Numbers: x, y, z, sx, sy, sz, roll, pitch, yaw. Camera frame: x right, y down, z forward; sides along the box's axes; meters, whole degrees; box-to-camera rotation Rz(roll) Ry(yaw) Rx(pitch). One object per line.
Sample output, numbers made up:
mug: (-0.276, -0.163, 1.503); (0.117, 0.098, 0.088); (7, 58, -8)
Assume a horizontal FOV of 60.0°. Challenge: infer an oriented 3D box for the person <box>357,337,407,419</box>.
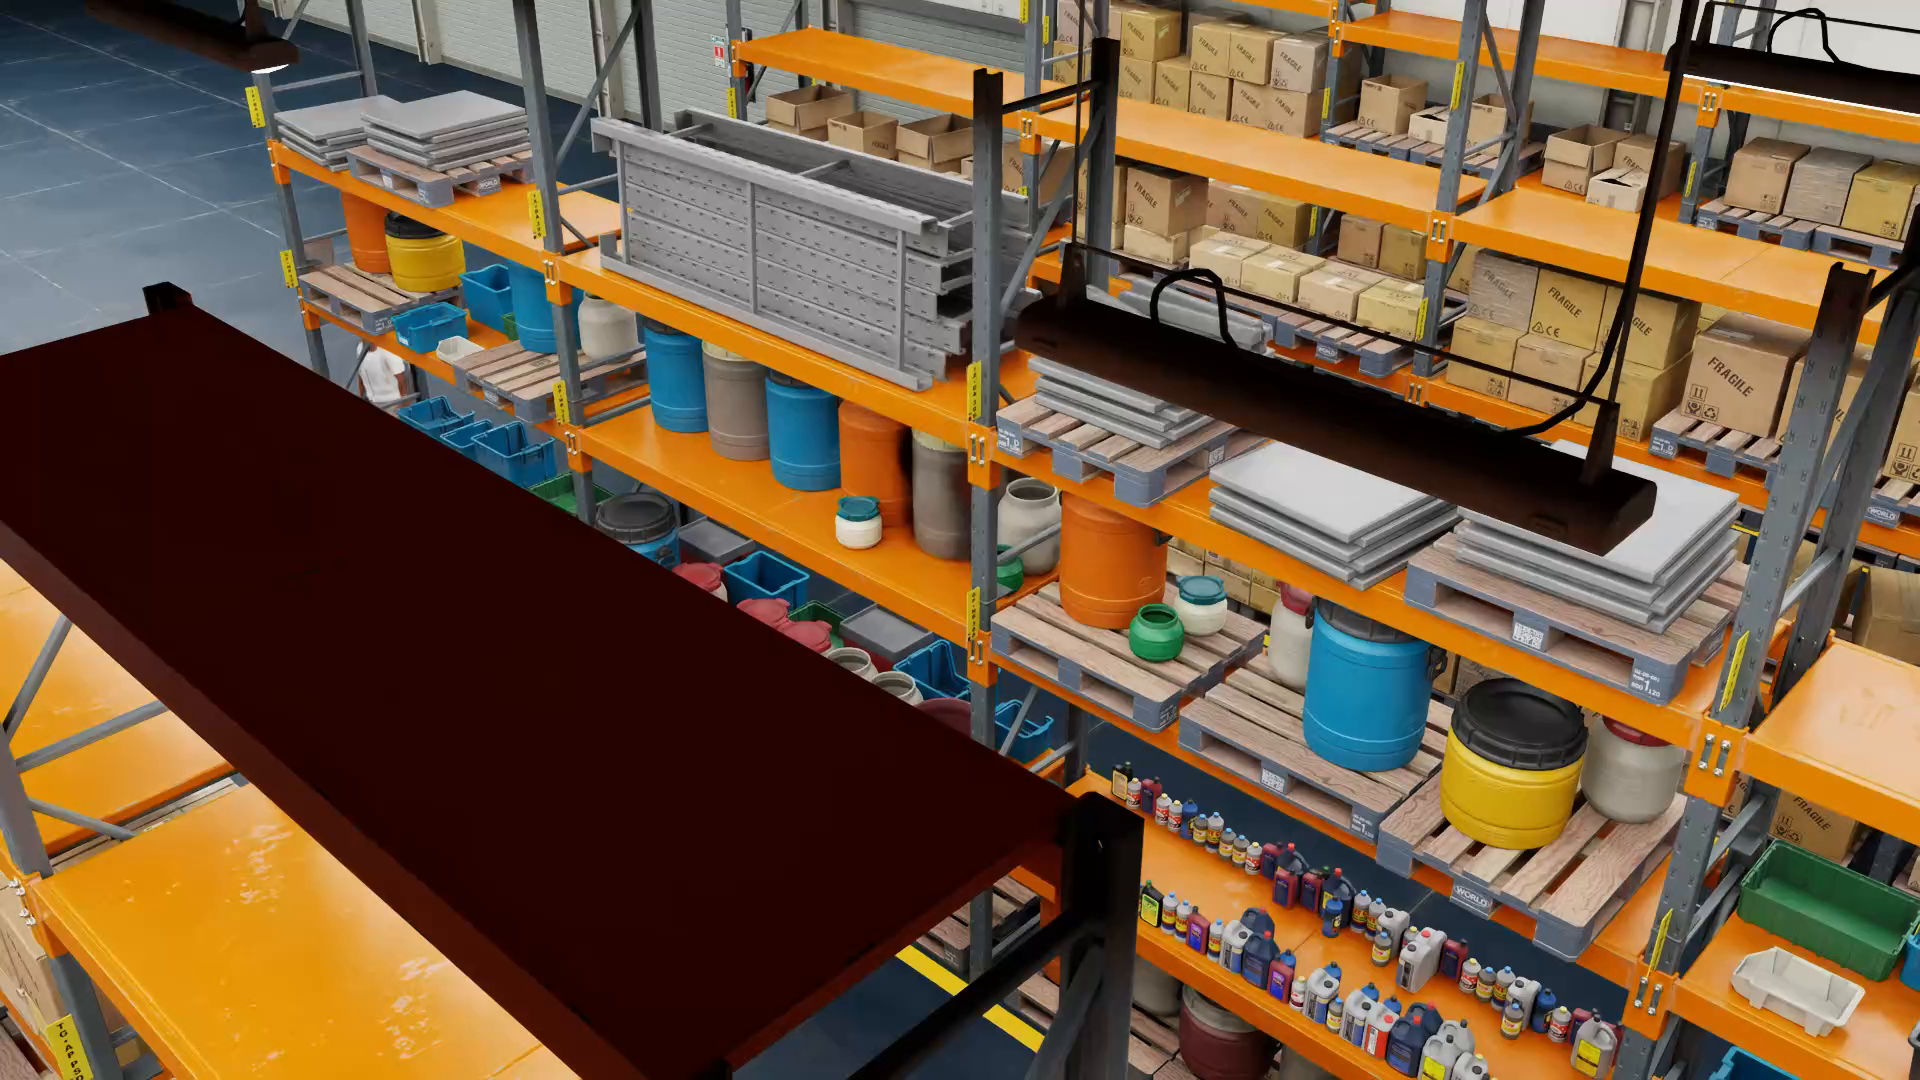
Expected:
person: (-5.916, -1.428, 17.063); (0.673, 1.841, 0.376); (17, 33, 27)
